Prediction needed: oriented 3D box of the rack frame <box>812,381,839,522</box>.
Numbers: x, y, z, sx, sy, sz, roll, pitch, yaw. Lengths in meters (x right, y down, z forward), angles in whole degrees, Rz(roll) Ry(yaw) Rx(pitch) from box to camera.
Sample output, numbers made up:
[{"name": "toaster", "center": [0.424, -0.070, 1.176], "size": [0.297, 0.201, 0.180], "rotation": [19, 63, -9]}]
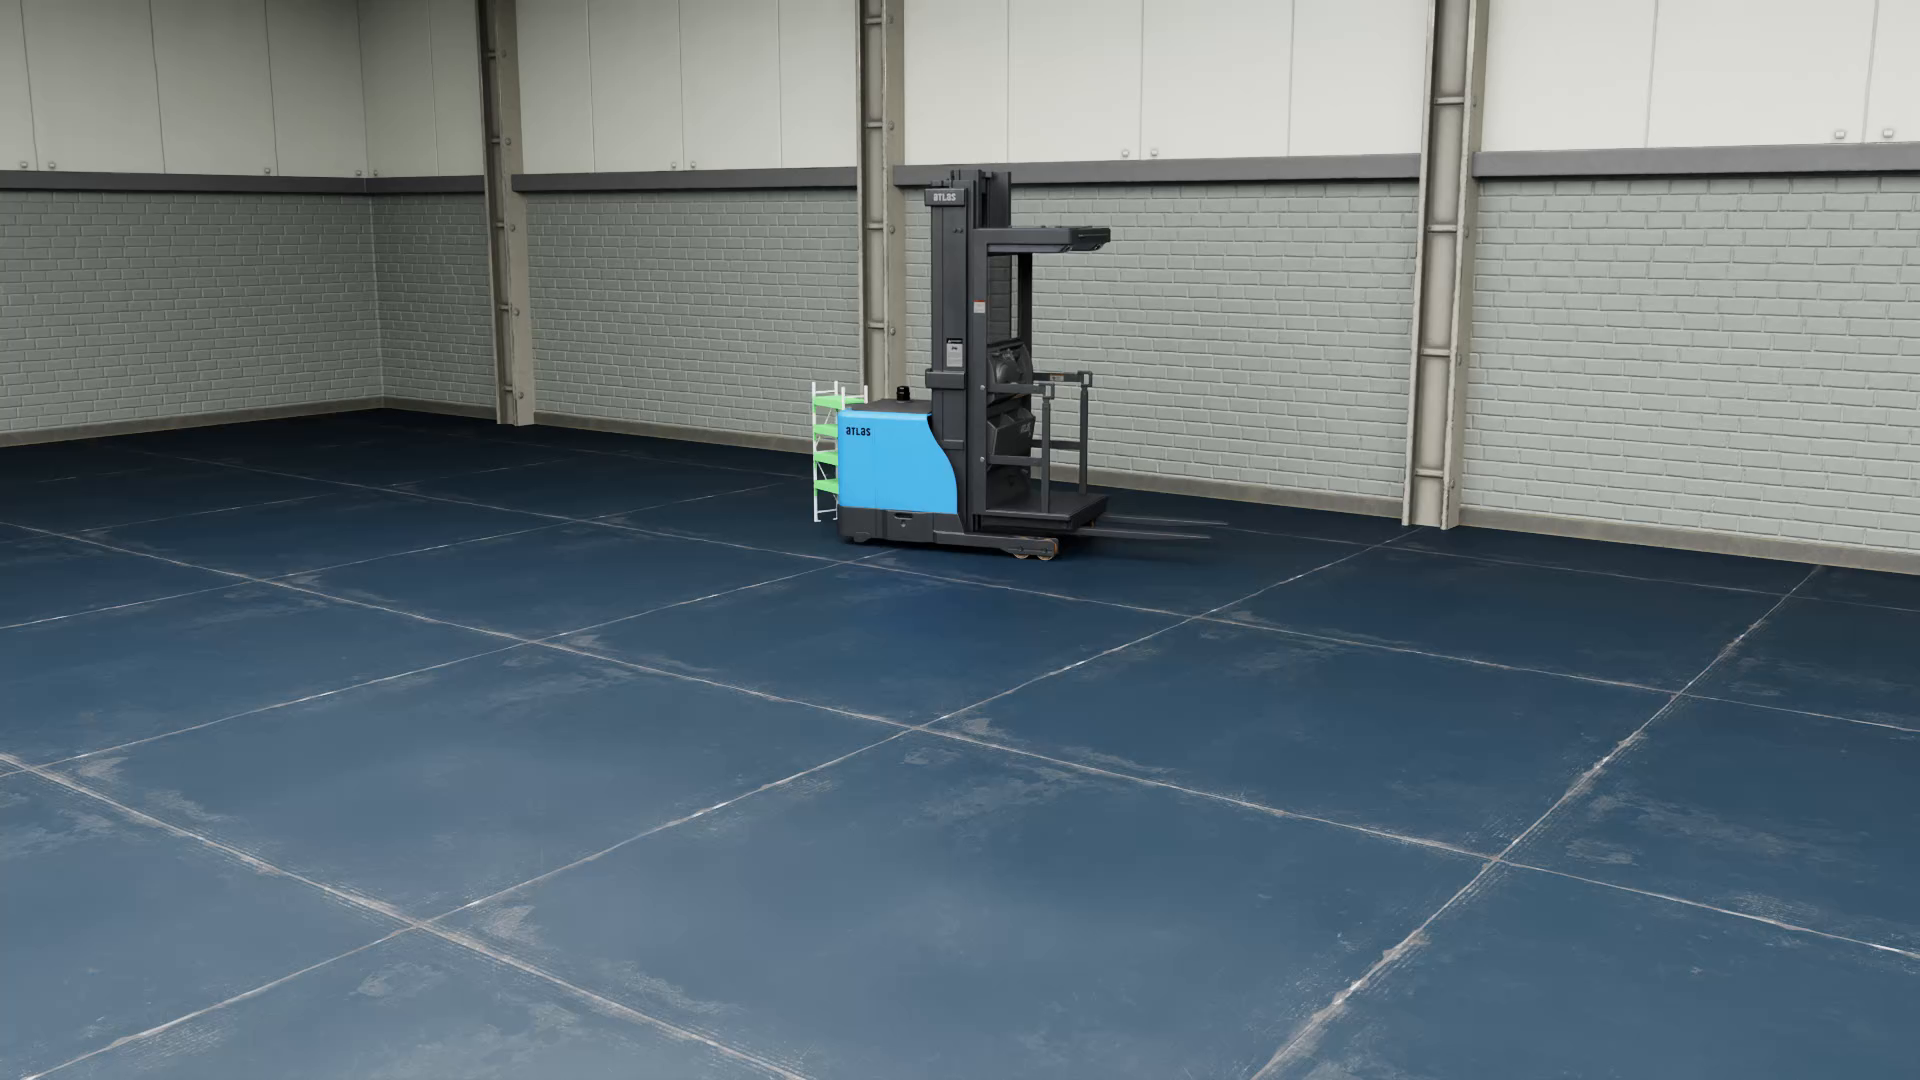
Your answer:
[{"name": "rack frame", "center": [-1.153, -0.760, 14.297], "size": [0.240, 1.200, 0.015], "rotation": [-7, 13, -34]}]

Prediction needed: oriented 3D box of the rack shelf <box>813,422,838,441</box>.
[{"name": "rack shelf", "center": [-1.014, -0.894, 14.067], "size": [0.258, 0.148, 0.480], "rotation": [-7, 13, -34]}]

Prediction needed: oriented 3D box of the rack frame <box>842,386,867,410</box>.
[{"name": "rack frame", "center": [-0.875, -0.683, 13.903], "size": [0.240, 1.200, 0.015], "rotation": [-7, 13, -34]}]

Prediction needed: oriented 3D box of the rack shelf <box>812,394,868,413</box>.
[{"name": "rack shelf", "center": [-1.014, -1.130, 14.021], "size": [0.258, 0.148, 0.480], "rotation": [-7, 13, -34]}]

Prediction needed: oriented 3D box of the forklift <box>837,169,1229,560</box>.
[{"name": "forklift", "center": [0.581, -1.396, 13.031], "size": [3.031, 2.935, 1.130], "rotation": [4, 12, 21]}]

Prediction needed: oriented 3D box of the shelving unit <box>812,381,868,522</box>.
[{"name": "shelving unit", "center": [-1.014, -0.722, 14.100], "size": [0.258, 1.200, 0.503], "rotation": [-7, 13, -34]}]

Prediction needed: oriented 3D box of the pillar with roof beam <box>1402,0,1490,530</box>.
[{"name": "pillar with roof beam", "center": [1.474, -3.891, 9.953], "size": [0.400, 9.000, 9.100], "rotation": [8, 13, 36]}]

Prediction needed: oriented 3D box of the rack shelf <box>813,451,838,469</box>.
[{"name": "rack shelf", "center": [-1.014, -0.659, 14.112], "size": [0.258, 0.148, 0.480], "rotation": [-7, 13, -34]}]

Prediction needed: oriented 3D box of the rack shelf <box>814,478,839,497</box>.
[{"name": "rack shelf", "center": [-1.014, -0.423, 14.158], "size": [0.258, 0.148, 0.480], "rotation": [-7, 13, -34]}]

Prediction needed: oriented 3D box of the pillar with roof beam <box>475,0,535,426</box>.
[{"name": "pillar with roof beam", "center": [-8.198, -5.241, 16.927], "size": [0.400, 9.000, 9.100], "rotation": [8, 13, 36]}]

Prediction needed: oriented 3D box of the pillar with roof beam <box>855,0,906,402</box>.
[{"name": "pillar with roof beam", "center": [-3.362, -4.566, 13.440], "size": [0.400, 9.000, 9.100], "rotation": [8, 13, 36]}]
